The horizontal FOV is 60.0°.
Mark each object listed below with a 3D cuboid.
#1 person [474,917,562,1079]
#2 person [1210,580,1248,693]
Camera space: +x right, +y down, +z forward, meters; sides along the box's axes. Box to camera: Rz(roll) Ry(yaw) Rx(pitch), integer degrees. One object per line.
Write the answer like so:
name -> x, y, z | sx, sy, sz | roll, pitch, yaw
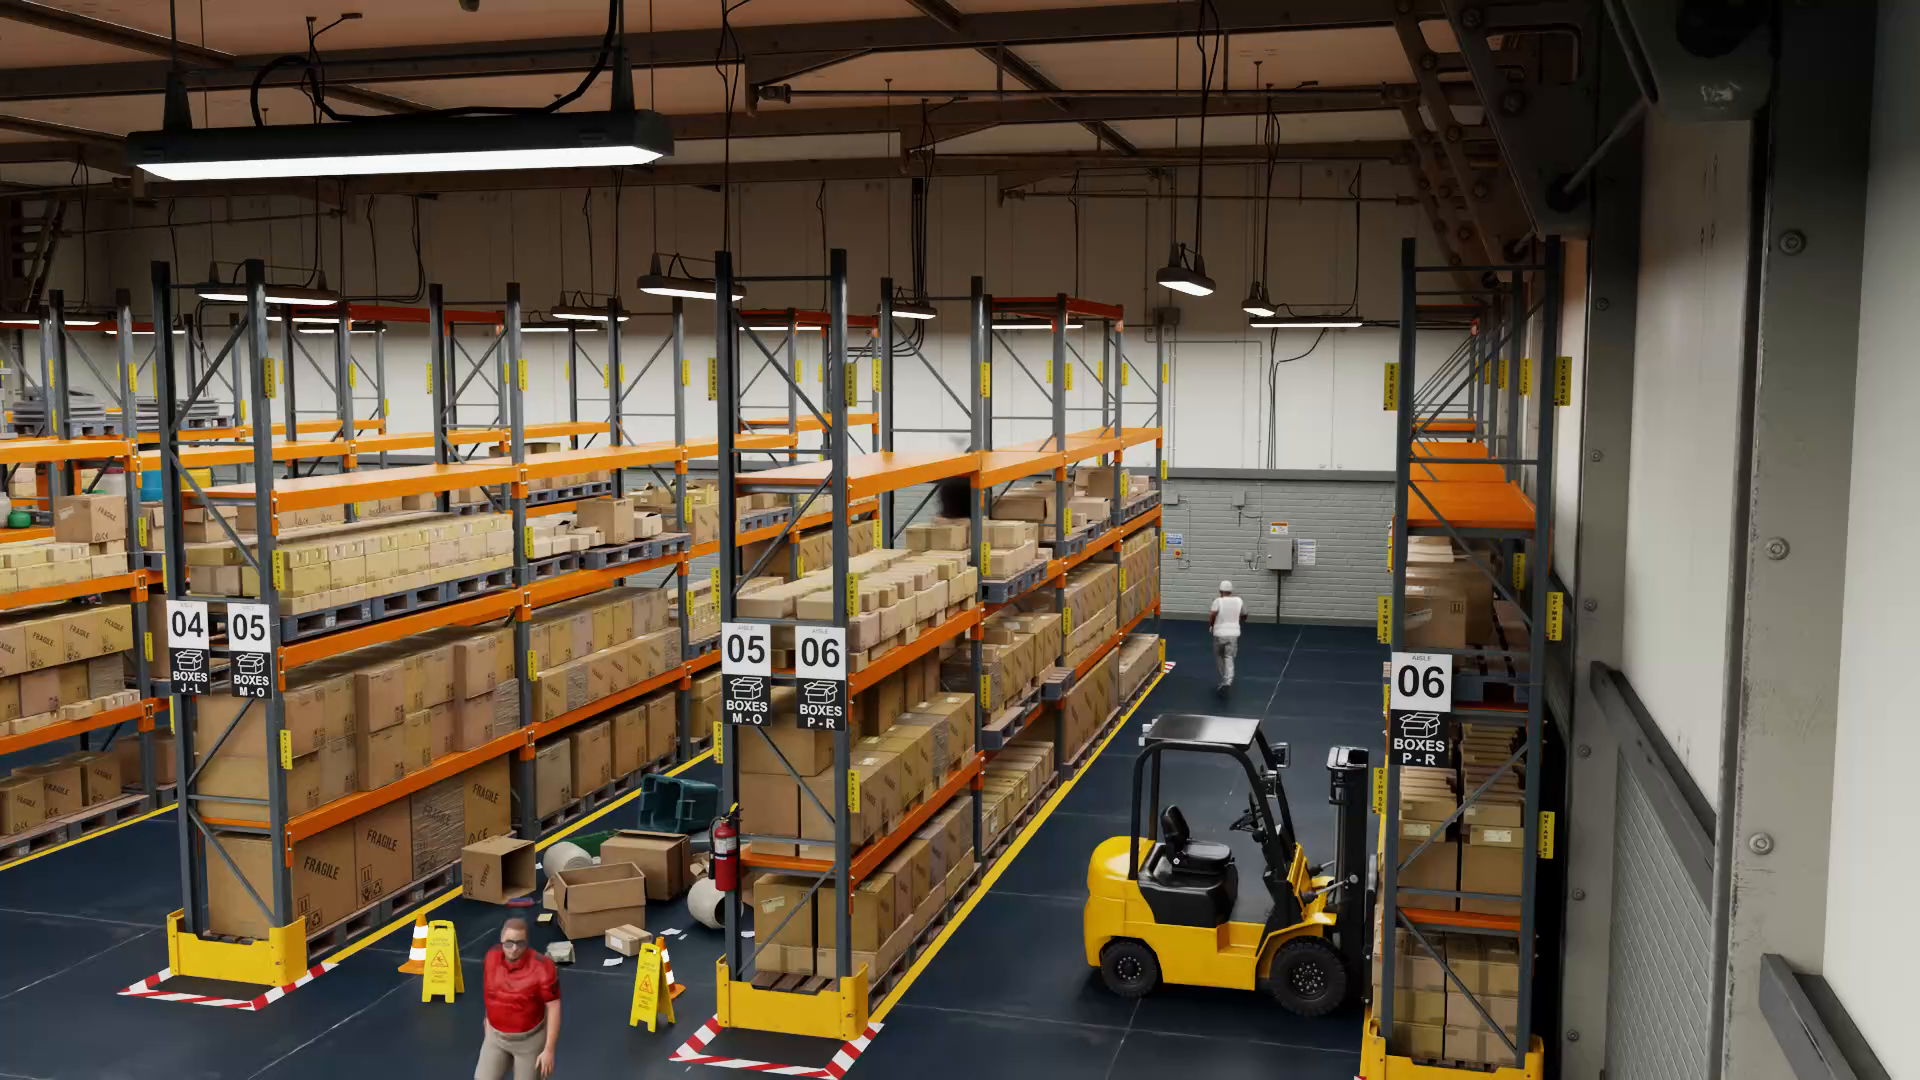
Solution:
person -> -2.858, 3.207, 10.713 | 0.707, 1.696, 0.523 | 1, 6, 12
person -> 4.223, 1.533, 26.064 | 0.643, 1.761, 0.850 | 0, 6, -2
